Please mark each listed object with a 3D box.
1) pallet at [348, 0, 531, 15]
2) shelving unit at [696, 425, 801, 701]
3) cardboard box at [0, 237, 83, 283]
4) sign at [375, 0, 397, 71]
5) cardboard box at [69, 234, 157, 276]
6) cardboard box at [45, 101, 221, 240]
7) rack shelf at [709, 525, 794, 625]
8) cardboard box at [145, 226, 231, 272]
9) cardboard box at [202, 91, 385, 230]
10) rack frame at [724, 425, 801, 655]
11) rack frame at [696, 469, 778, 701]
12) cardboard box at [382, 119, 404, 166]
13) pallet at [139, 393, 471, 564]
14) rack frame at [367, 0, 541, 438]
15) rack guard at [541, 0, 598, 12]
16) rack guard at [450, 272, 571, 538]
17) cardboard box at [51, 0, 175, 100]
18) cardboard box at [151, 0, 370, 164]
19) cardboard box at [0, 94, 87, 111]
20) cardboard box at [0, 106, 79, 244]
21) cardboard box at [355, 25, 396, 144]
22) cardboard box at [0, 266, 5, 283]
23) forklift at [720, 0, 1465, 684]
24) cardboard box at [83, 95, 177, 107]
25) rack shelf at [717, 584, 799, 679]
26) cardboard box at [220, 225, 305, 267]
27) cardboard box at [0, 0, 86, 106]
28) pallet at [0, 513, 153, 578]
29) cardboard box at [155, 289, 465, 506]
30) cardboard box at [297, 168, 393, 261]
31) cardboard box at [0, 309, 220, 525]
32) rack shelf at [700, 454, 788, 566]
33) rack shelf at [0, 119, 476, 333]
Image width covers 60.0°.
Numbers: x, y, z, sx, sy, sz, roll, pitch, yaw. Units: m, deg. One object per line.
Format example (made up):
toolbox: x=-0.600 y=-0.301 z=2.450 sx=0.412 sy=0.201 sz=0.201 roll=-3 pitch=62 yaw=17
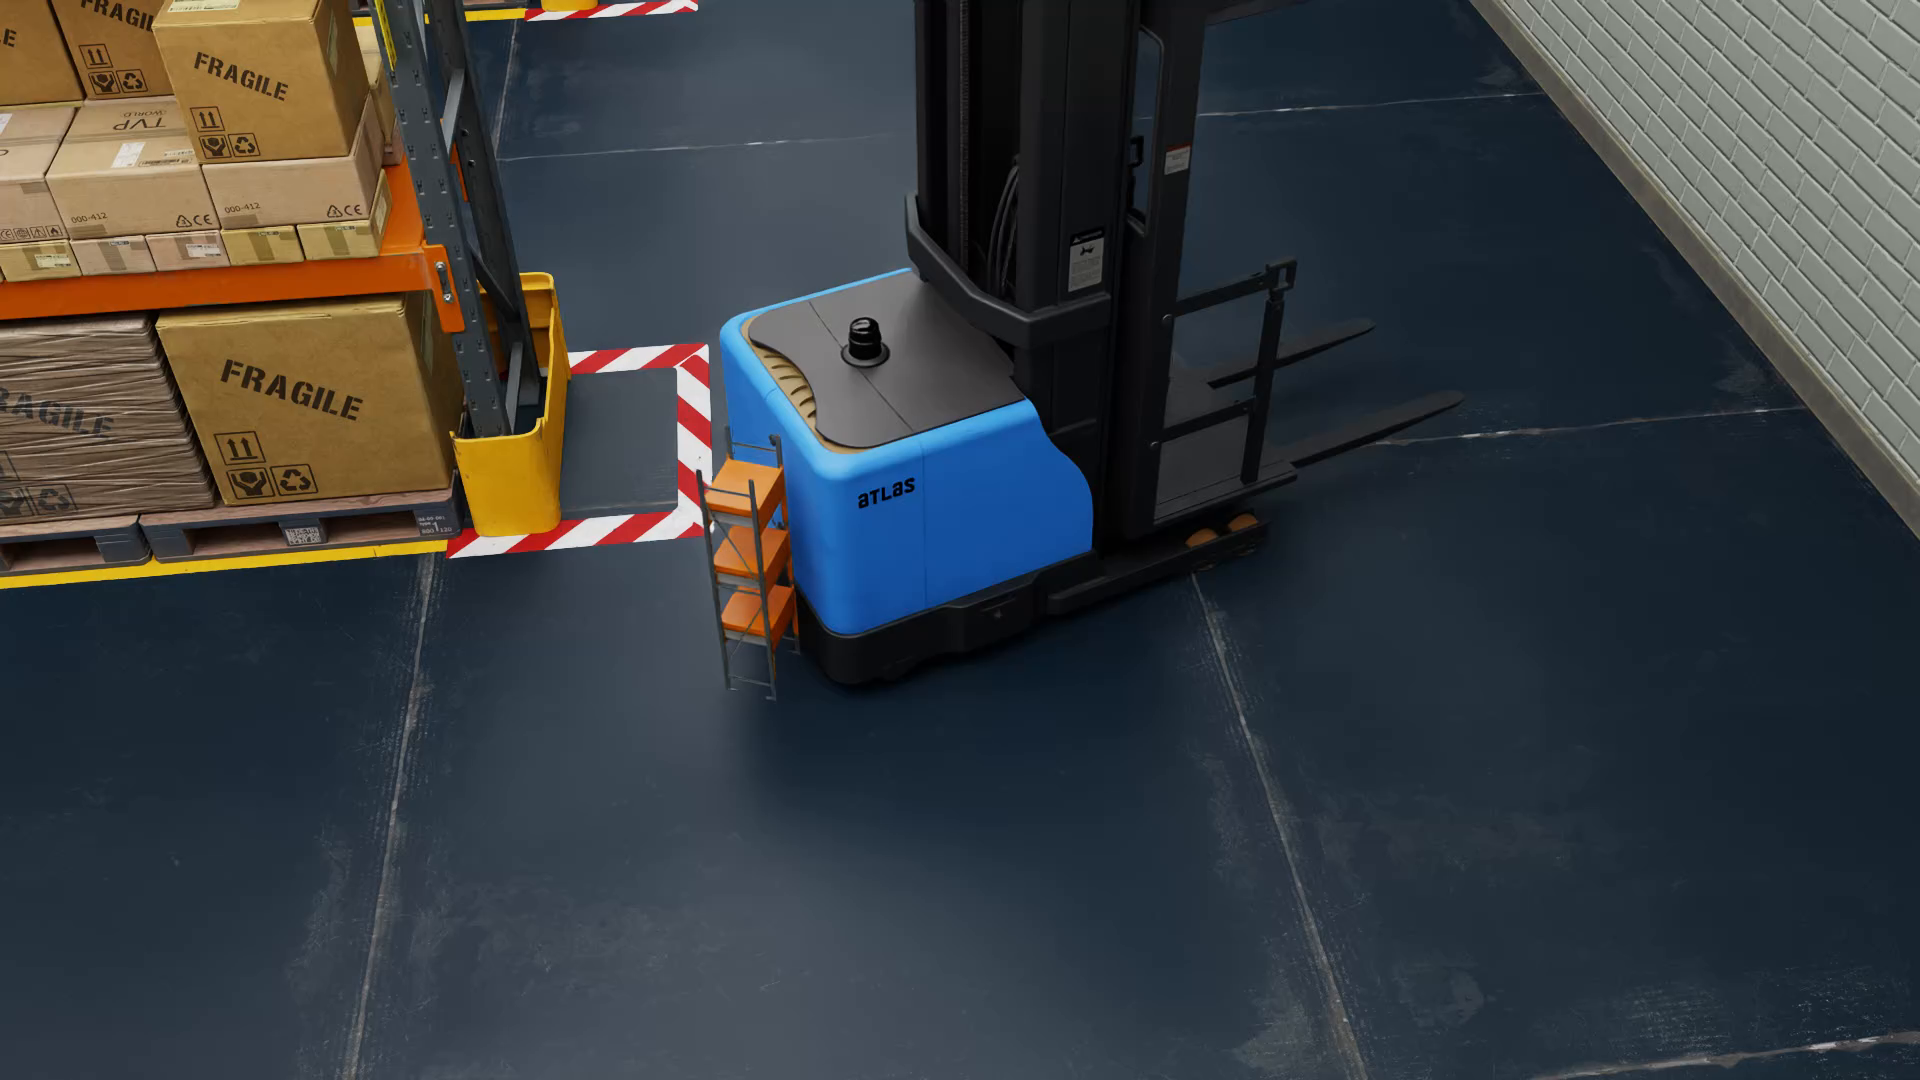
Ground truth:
pallet: x=-3.370 y=-3.728 z=10.725 sx=1.213 sy=0.211 sz=1.003 roll=-5 pitch=42 yaw=-6
shelving unit: x=-0.733 y=0.100 z=5.855 sx=0.215 sy=1.050 sz=0.252 roll=11 pitch=43 yaw=12
cardboard box: x=-3.228 y=-1.087 z=5.903 sx=0.250 sy=0.149 sz=0.380 roll=-6 pitch=42 yaw=-6
sign: x=-1.848 y=-1.676 z=5.327 sx=0.005 sy=0.325 sz=0.100 roll=-5 pitch=42 yaw=-6
cardboard box: x=-2.971 y=-1.111 z=5.930 sx=0.250 sy=0.149 sz=0.380 roll=-4 pitch=42 yaw=-5
cardboard box: x=-2.854 y=-1.313 z=5.856 sx=0.500 sy=0.250 sz=0.500 roll=-6 pitch=42 yaw=-6
rack shelf: x=-0.733 y=0.108 z=5.862 sx=0.215 sy=0.259 sz=0.240 roll=11 pitch=43 yaw=12
cardboard box: x=-2.723 y=-1.132 z=5.953 sx=0.250 sy=0.149 sz=0.380 roll=-5 pitch=42 yaw=-5
cardboard box: x=-2.351 y=-1.356 z=5.904 sx=0.500 sy=0.250 sz=0.500 roll=-6 pitch=42 yaw=-6
rack frame: x=-0.699 y=0.021 z=5.942 sx=0.200 sy=1.050 sz=0.008 roll=11 pitch=43 yaw=12
rack frame: x=-0.766 y=0.178 z=5.768 sx=0.200 sy=1.050 sz=0.008 roll=11 pitch=43 yaw=12
cardboard box: x=-2.300 y=-1.615 z=6.488 sx=0.250 sy=0.149 sz=0.380 roll=-5 pitch=42 yaw=-5
pallet: x=-2.688 y=-0.363 z=6.995 sx=1.213 sy=0.211 sz=1.003 roll=-5 pitch=42 yaw=-6
rack frame: x=-1.905 y=-1.520 z=6.195 sx=0.127 sy=3.000 sz=1.000 roll=-5 pitch=42 yaw=-6
rack guard: x=-2.525 y=-3.892 z=10.691 sx=0.348 sy=0.500 sz=1.175 roll=-5 pitch=42 yaw=-6
rack guard: x=-1.881 y=-0.594 z=7.035 sx=0.348 sy=0.500 sz=1.175 roll=-5 pitch=42 yaw=-6
cardboard box: x=-2.912 y=-1.947 z=5.999 sx=0.500 sy=0.500 sz=0.500 roll=-6 pitch=42 yaw=-7
cardboard box: x=-2.354 y=-1.636 z=5.654 sx=0.500 sy=0.500 sz=0.500 roll=-5 pitch=42 yaw=-5
cardboard box: x=-3.429 y=-1.621 z=6.198 sx=0.500 sy=0.250 sz=0.500 roll=-6 pitch=42 yaw=-7
cardboard box: x=-3.359 y=-1.268 z=5.806 sx=0.500 sy=0.250 sz=0.500 roll=-6 pitch=42 yaw=-7
cardboard box: x=-2.416 y=-1.712 z=6.299 sx=0.500 sy=0.250 sz=0.500 roll=-6 pitch=42 yaw=-7
cardboard box: x=-3.485 y=-1.064 z=5.878 sx=0.250 sy=0.149 sz=0.380 roll=-5 pitch=42 yaw=-5
forklift: x=0.661 y=-1.263 z=5.962 sx=3.031 sy=2.935 sz=1.130 roll=-19 pitch=45 yaw=-20
cardboard box: x=-2.930 y=-1.663 z=6.244 sx=0.500 sy=0.250 sz=0.500 roll=-5 pitch=42 yaw=-6
rack shelf: x=-0.732 y=0.314 z=6.048 sx=0.215 sy=0.259 sz=0.240 roll=11 pitch=43 yaw=12
cardboard box: x=-2.473 y=-1.153 z=5.977 sx=0.250 sy=0.149 sz=0.380 roll=-5 pitch=42 yaw=-5
cardboard box: x=-3.425 y=-1.898 z=5.945 sx=0.500 sy=0.500 sz=0.500 roll=-6 pitch=42 yaw=-7
pallet: x=-3.895 y=-0.259 z=6.880 sx=1.213 sy=0.211 sz=1.003 roll=-5 pitch=42 yaw=-6
cardboard box: x=-2.529 y=-0.778 z=6.646 sx=0.875 sy=0.875 sz=0.875 roll=-5 pitch=42 yaw=-6
cardboard box: x=-2.215 y=-1.177 z=6.003 sx=0.250 sy=0.149 sz=0.380 roll=-4 pitch=42 yaw=-5
cardboard box: x=-3.431 y=-0.699 z=6.558 sx=0.875 sy=0.875 sz=0.875 roll=-5 pitch=42 yaw=-6
rack shelf: x=-0.733 y=-0.103 z=5.672 sx=0.215 sy=0.259 sz=0.240 roll=11 pitch=43 yaw=12
rack shelf: x=-3.888 y=-1.079 z=6.244 sx=4.000 sy=0.370 sz=1.077 roll=-5 pitch=42 yaw=-6
